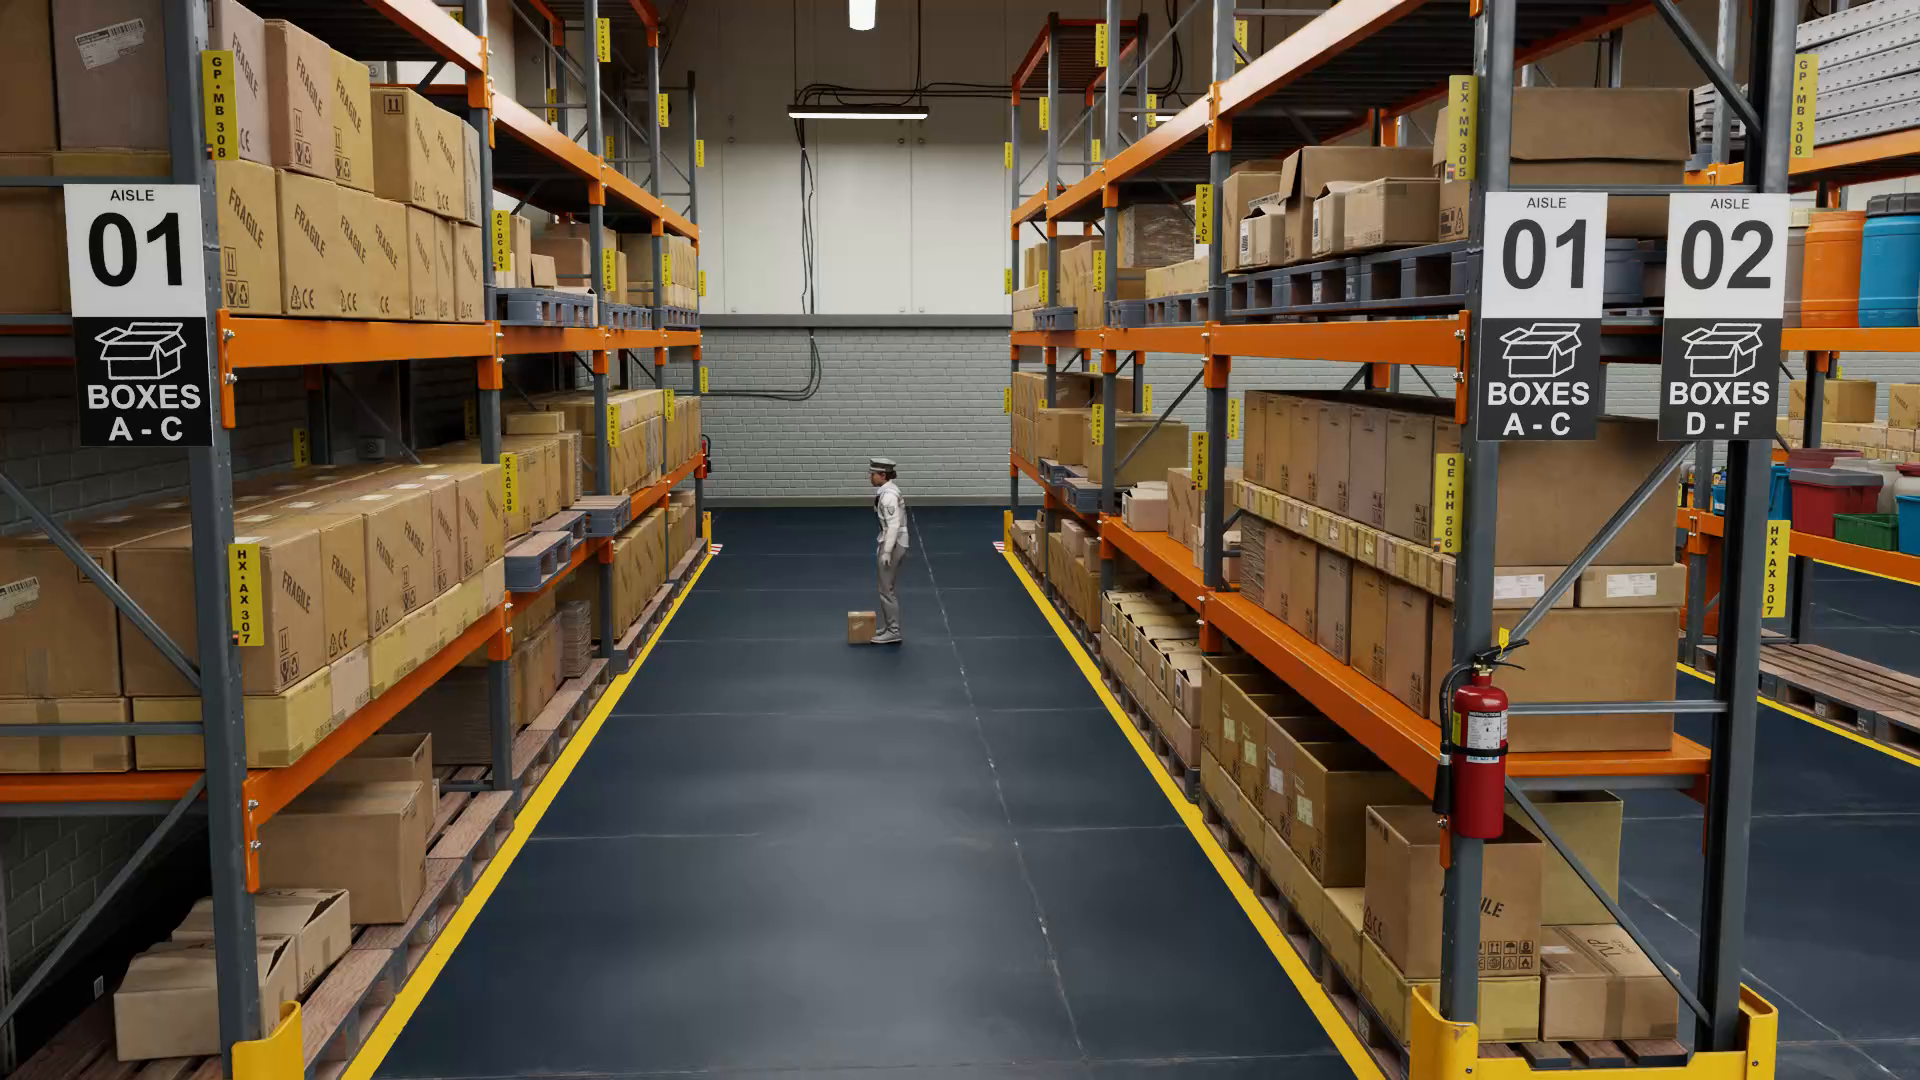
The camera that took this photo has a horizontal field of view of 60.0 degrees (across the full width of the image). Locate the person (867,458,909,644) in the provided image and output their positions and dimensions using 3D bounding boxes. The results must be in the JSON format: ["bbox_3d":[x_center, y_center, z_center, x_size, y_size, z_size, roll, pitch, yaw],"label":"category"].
[{"bbox_3d":[-0.650,0.088,15.002,0.370,1.667,0.547,-1,7,-7],"label":"person"}]
